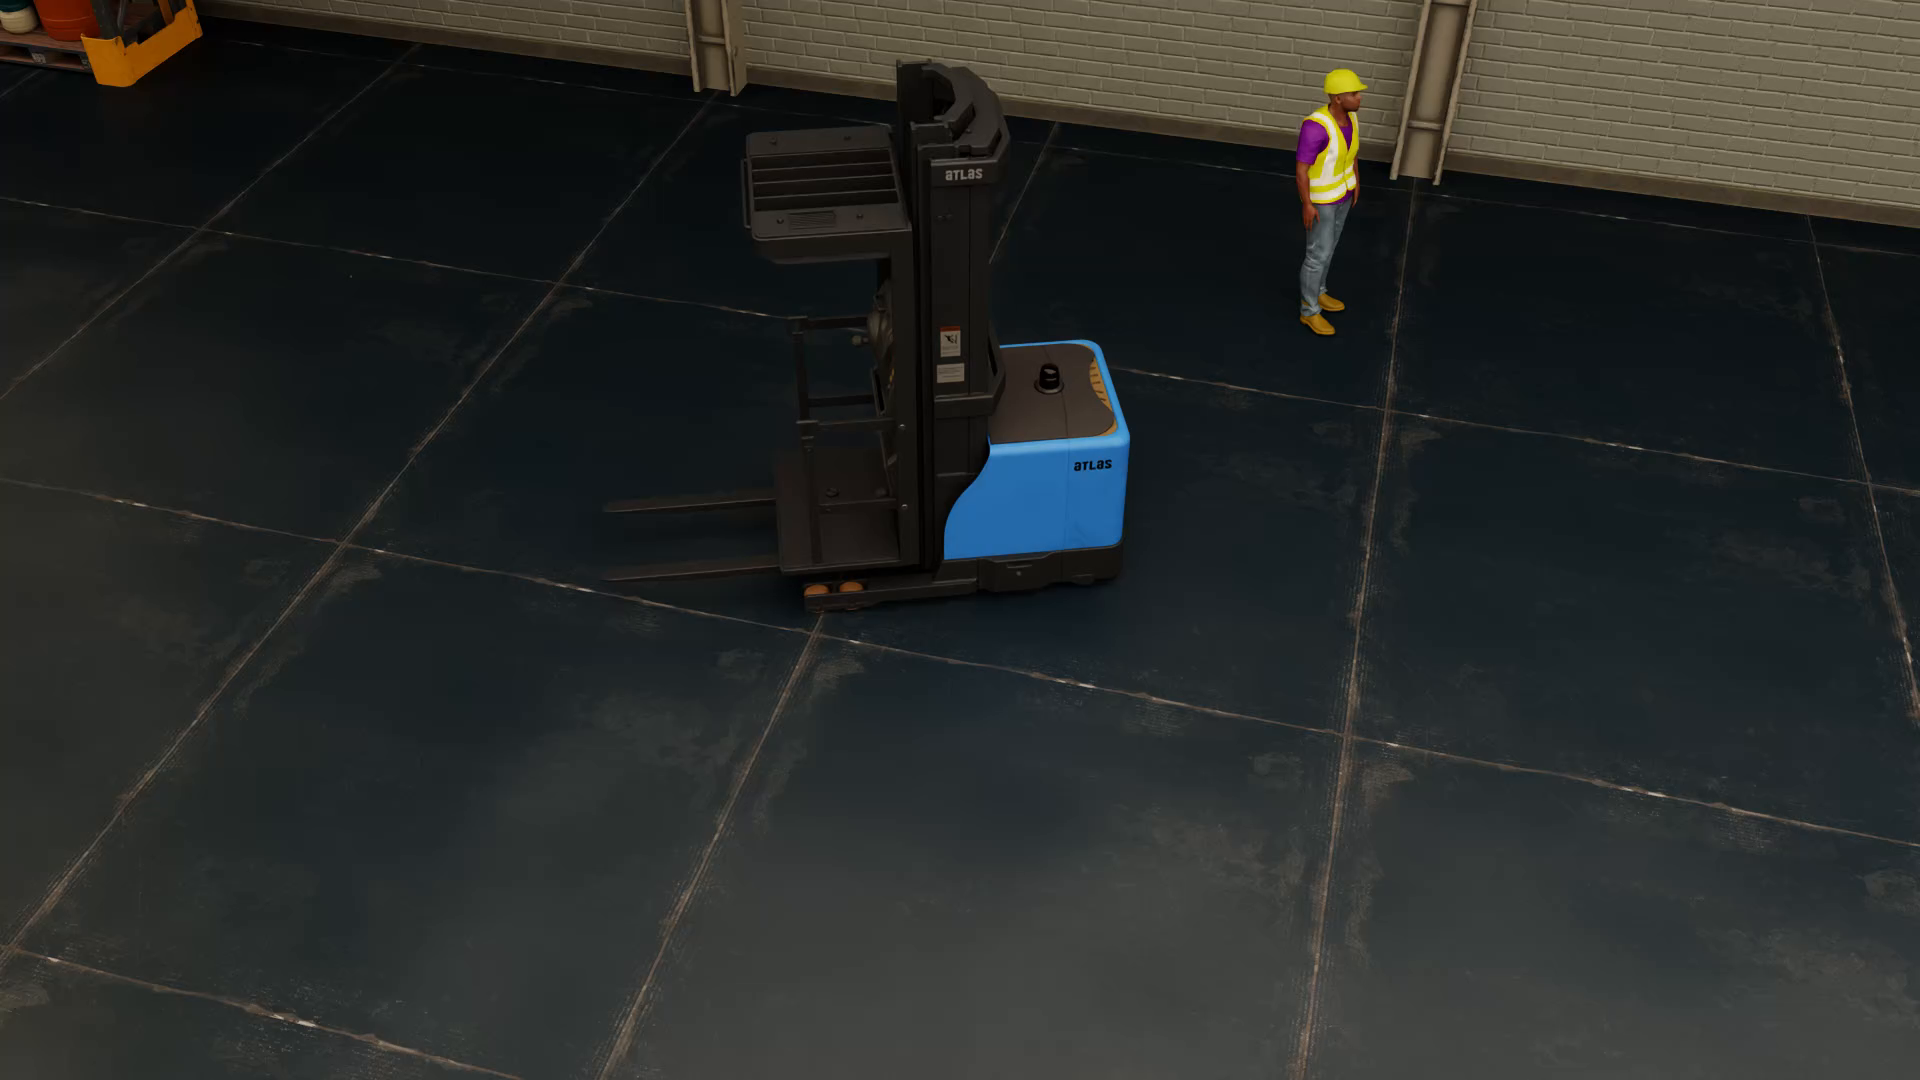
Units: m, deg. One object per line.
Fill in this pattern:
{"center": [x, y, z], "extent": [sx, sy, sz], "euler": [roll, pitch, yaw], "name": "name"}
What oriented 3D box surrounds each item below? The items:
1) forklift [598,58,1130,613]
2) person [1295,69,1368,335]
{"center": [-0.604, -1.052, 9.062], "extent": [3.031, 2.935, 1.130], "euler": [-5, 41, -5], "name": "forklift"}
{"center": [2.589, -2.346, 11.410], "extent": [0.578, 1.765, 0.666], "euler": [31, 50, 30], "name": "person"}
